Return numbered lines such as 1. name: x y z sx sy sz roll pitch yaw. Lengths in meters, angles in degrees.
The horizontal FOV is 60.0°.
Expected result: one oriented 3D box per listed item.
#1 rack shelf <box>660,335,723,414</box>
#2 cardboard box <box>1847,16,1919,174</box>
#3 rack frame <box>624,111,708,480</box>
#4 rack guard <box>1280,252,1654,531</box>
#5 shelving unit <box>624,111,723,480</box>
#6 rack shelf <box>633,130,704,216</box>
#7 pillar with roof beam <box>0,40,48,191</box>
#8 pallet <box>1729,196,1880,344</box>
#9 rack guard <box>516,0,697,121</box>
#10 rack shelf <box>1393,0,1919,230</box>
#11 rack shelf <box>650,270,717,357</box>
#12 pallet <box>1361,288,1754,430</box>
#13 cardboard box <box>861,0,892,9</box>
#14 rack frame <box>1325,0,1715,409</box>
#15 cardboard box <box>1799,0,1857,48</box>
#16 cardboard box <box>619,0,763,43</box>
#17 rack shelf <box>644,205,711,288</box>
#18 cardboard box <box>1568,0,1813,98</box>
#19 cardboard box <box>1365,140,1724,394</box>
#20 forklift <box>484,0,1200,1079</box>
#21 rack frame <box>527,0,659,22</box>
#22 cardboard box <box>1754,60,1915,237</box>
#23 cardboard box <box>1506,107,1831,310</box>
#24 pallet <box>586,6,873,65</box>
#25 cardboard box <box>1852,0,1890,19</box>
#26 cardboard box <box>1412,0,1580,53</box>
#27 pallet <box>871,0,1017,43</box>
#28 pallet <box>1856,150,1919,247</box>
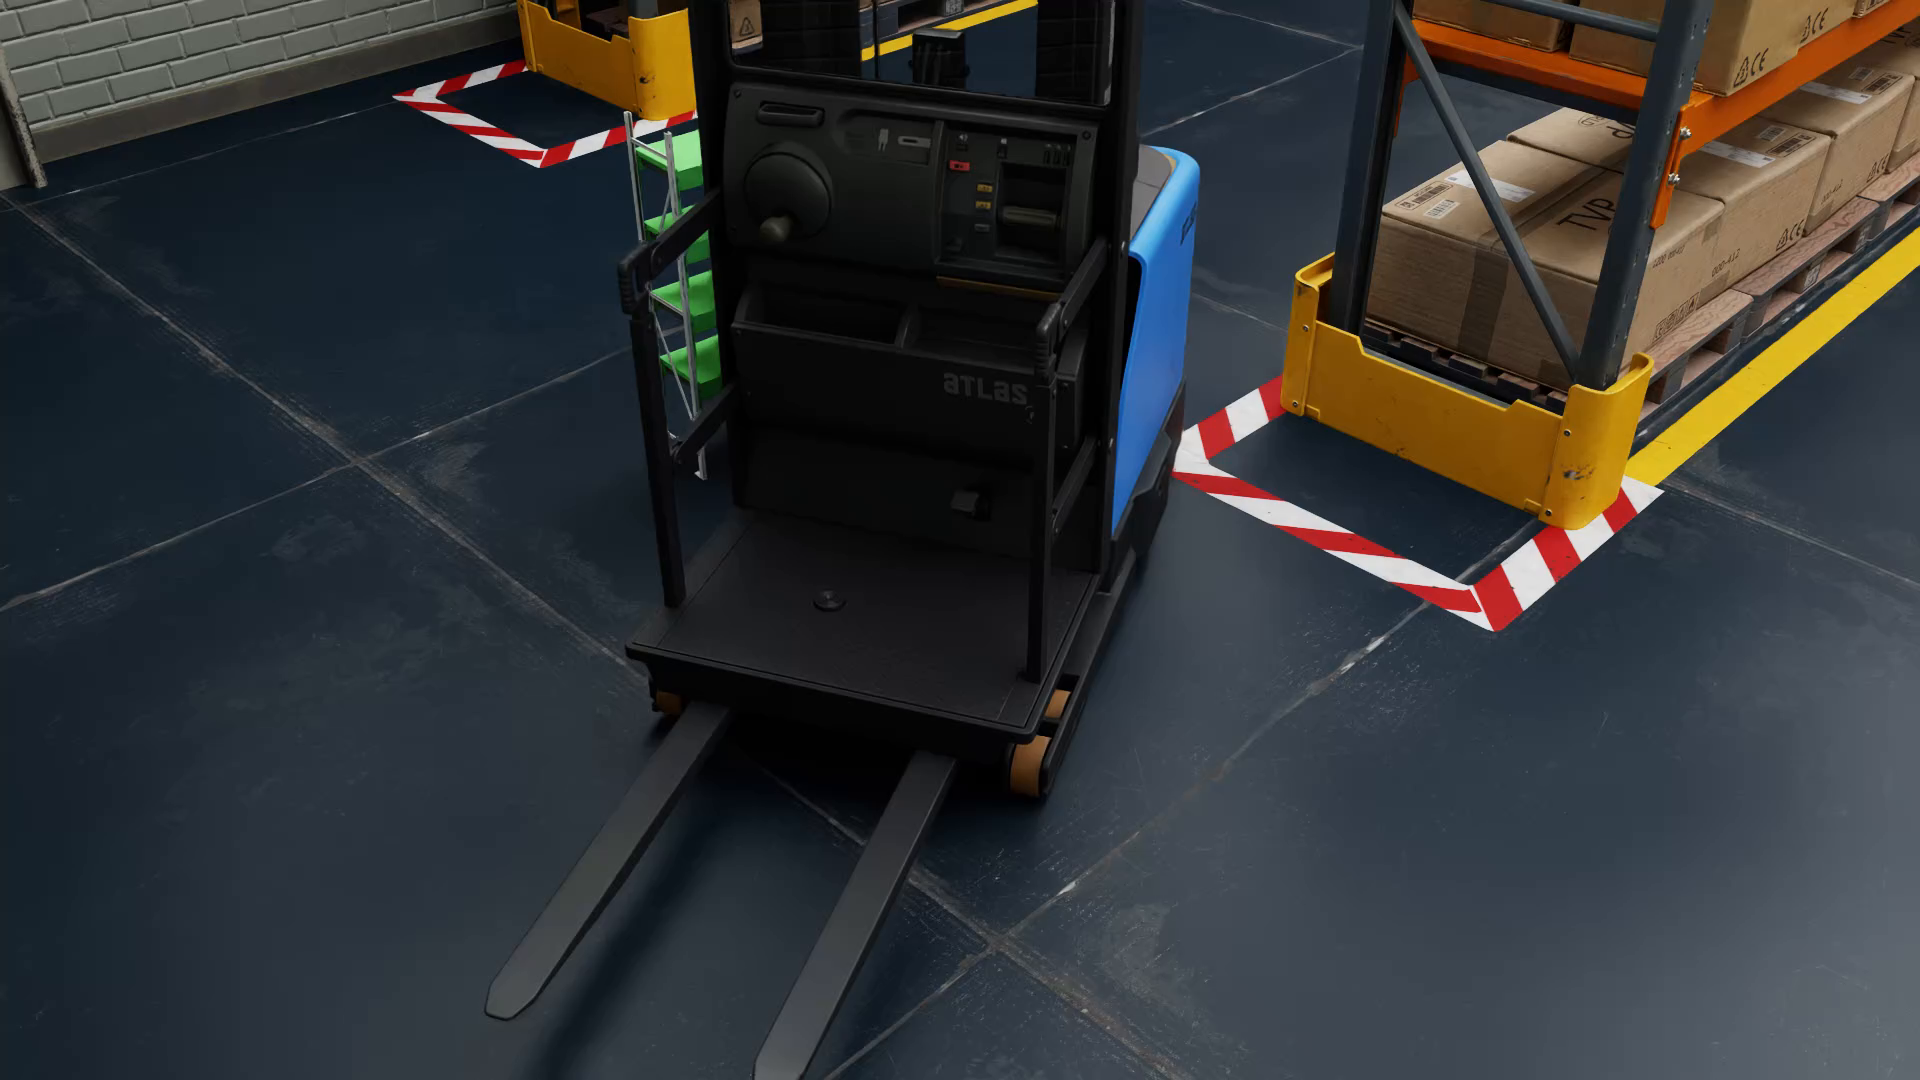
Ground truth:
1. rack shelf: -0.743 -0.587 5.574 0.480 0.148 0.258 -27 43 -33
2. cardboard box: 3.969 -2.094 7.503 0.875 0.438 0.875 29 44 35
3. rack frame: -0.926 -0.744 5.268 0.015 1.200 0.240 -27 43 -33
4. rack guard: 1.652 -0.525 5.566 1.175 0.500 0.348 30 45 35
5. shelving unit: -0.743 -0.836 5.400 0.503 1.200 0.258 -27 43 -33
6. rack shelf: -0.743 -1.178 5.162 0.480 0.148 0.258 -27 43 -33
7. pillar with roof beam: -1.341 -3.554 2.479 9.100 9.000 0.400 30 45 35
8. pallet: 3.036 -1.265 6.880 1.003 0.211 1.213 30 45 35
9. rack guard: -1.803 -2.565 8.490 1.175 0.500 0.348 30 45 35
10. rack shelf: 3.078 -2.077 6.235 1.077 0.370 4.000 30 45 35
11. rack shelf: -0.743 -0.784 5.437 0.480 0.148 0.258 -27 43 -33
12. pallet: 2.177 -0.772 6.173 1.003 0.211 1.213 30 45 35
13. cardboard box: -0.728 -3.248 9.102 0.500 0.500 0.700 -28 44 -34
14. rack frame: 1.669 -1.560 4.865 1.000 3.000 0.127 30 45 35
15. cardboard box: 2.547 -1.897 5.260 0.500 0.500 0.500 29 44 35
16. cardboard box: -1.358 -2.918 8.626 0.797 0.503 0.637 28 43 34
17. rack shelf: -0.743 -0.981 5.300 0.480 0.148 0.258 -27 43 -33
18. cardboard box: 2.211 -1.680 4.950 0.500 0.500 0.500 29 44 35
19. cardboard box: 2.063 -0.990 5.920 0.875 0.438 0.875 28 44 34
20. forklift: -0.198 -0.800 3.834 1.130 2.935 3.031 11 36 15
21. rack frame: -1.856 -3.559 7.731 1.000 3.000 0.127 30 45 35
22. cardboard box: 3.338 -1.730 6.981 0.875 0.438 0.875 28 44 34
23. cardboard box: 2.702 -1.365 6.457 0.875 0.438 0.875 -29 44 -34
24. pallet: -1.242 -2.770 9.038 1.003 0.211 1.213 30 45 35
25. cardboard box: 2.919 -2.096 5.546 0.500 0.500 0.500 29 44 35
26. cardboard box: 1.821 -1.904 5.270 0.500 0.500 0.500 -30 45 -35
27. pallet: -0.382 -3.263 9.744 1.003 0.211 1.213 30 45 35
28. pallet: 3.896 -1.763 7.593 1.003 0.211 1.213 30 45 35
